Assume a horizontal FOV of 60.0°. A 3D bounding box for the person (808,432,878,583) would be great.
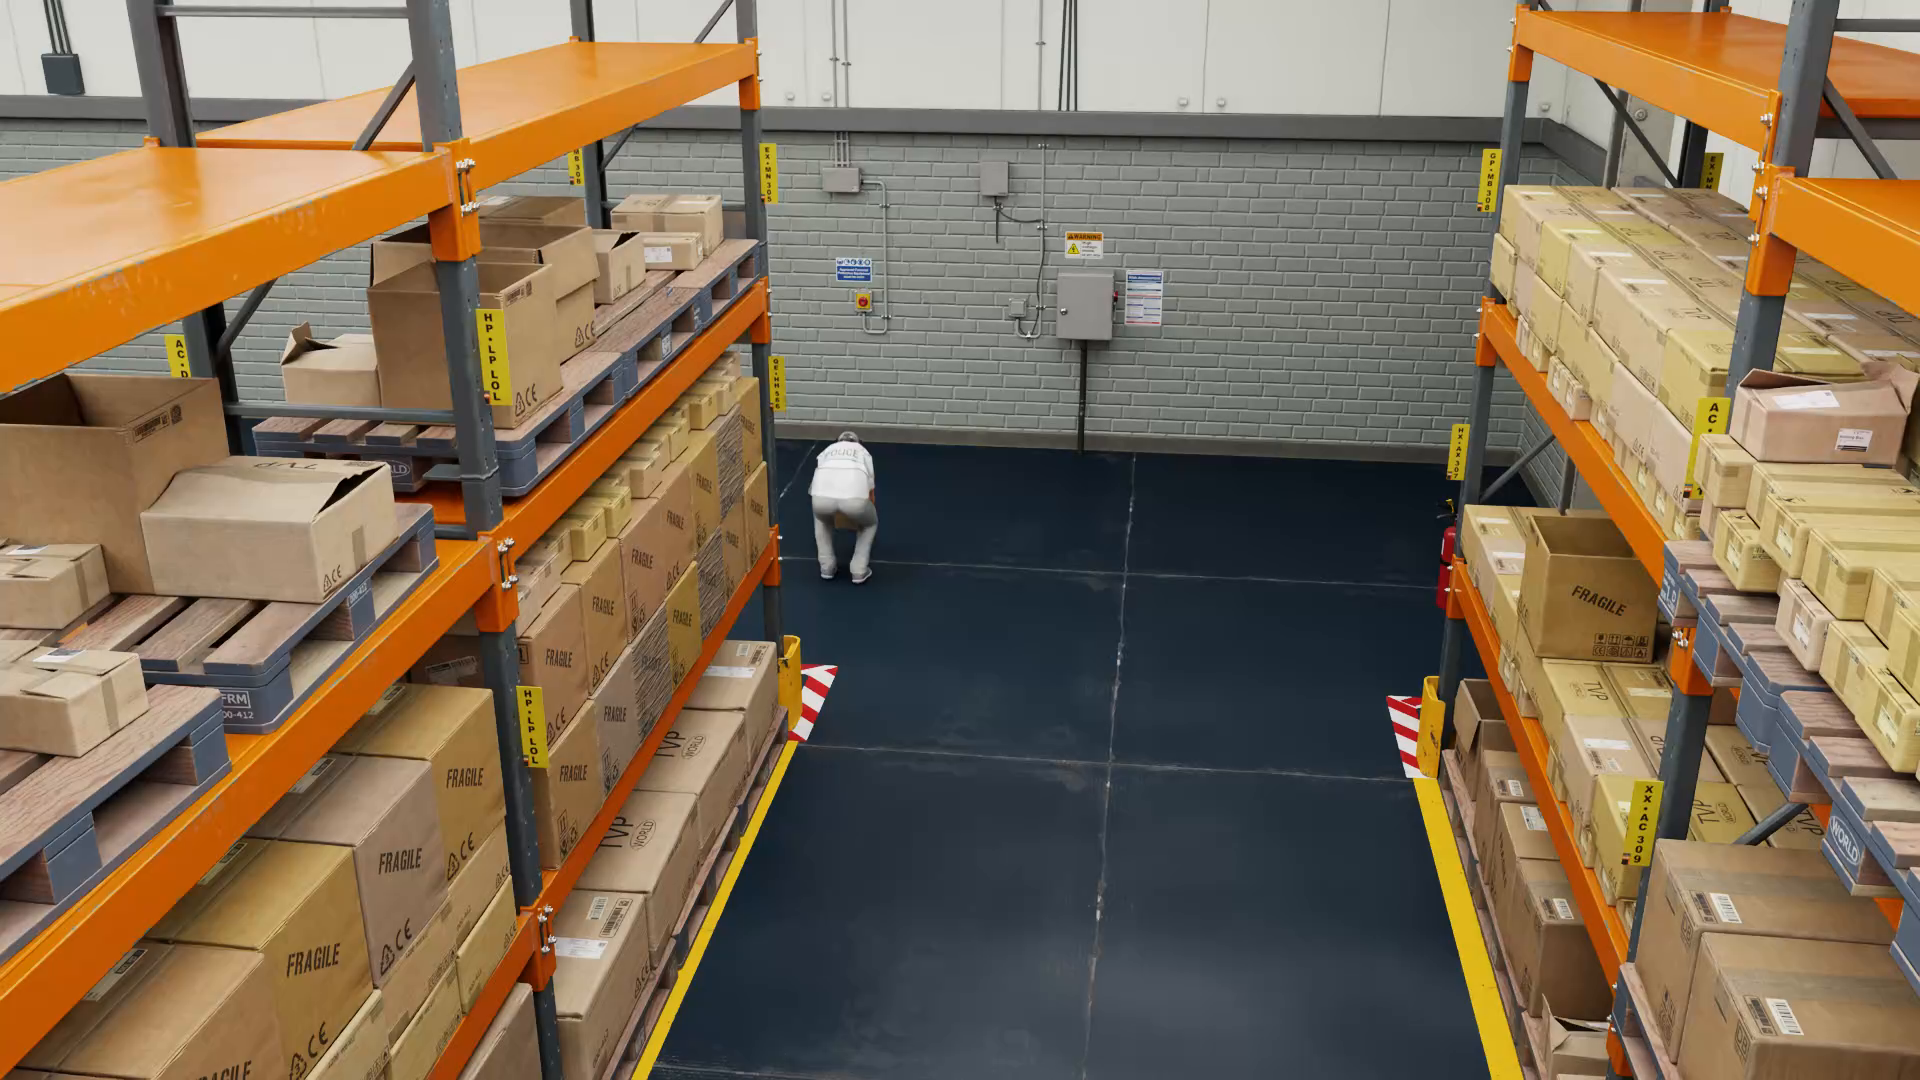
[{"bbox_3d":[-0.868,-0.237,12.613,0.502,0.998,0.938,1,21,4],"label":"person"}]
